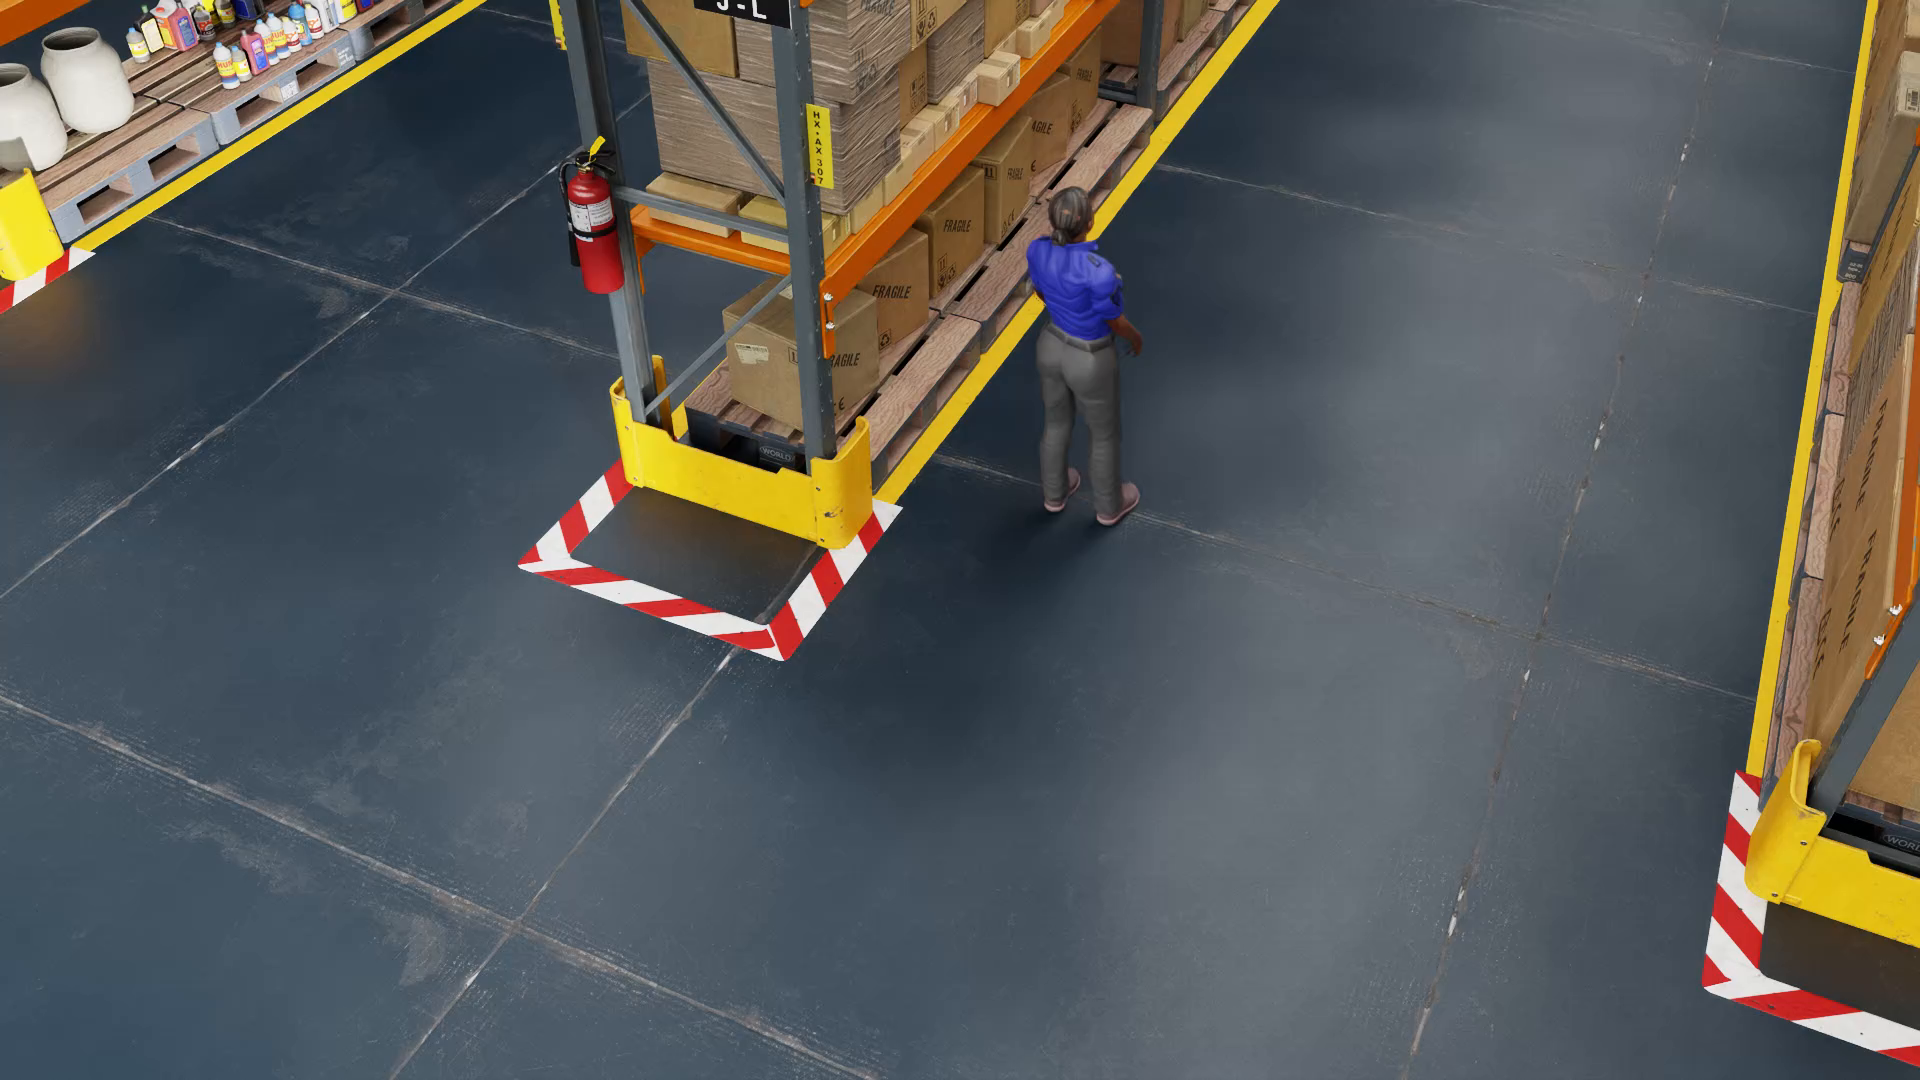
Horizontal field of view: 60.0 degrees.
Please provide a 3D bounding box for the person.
[{"bbox_3d":[0.528,-0.790,7.027,0.482,1.656,0.470,31,51,30],"label":"person"}]
